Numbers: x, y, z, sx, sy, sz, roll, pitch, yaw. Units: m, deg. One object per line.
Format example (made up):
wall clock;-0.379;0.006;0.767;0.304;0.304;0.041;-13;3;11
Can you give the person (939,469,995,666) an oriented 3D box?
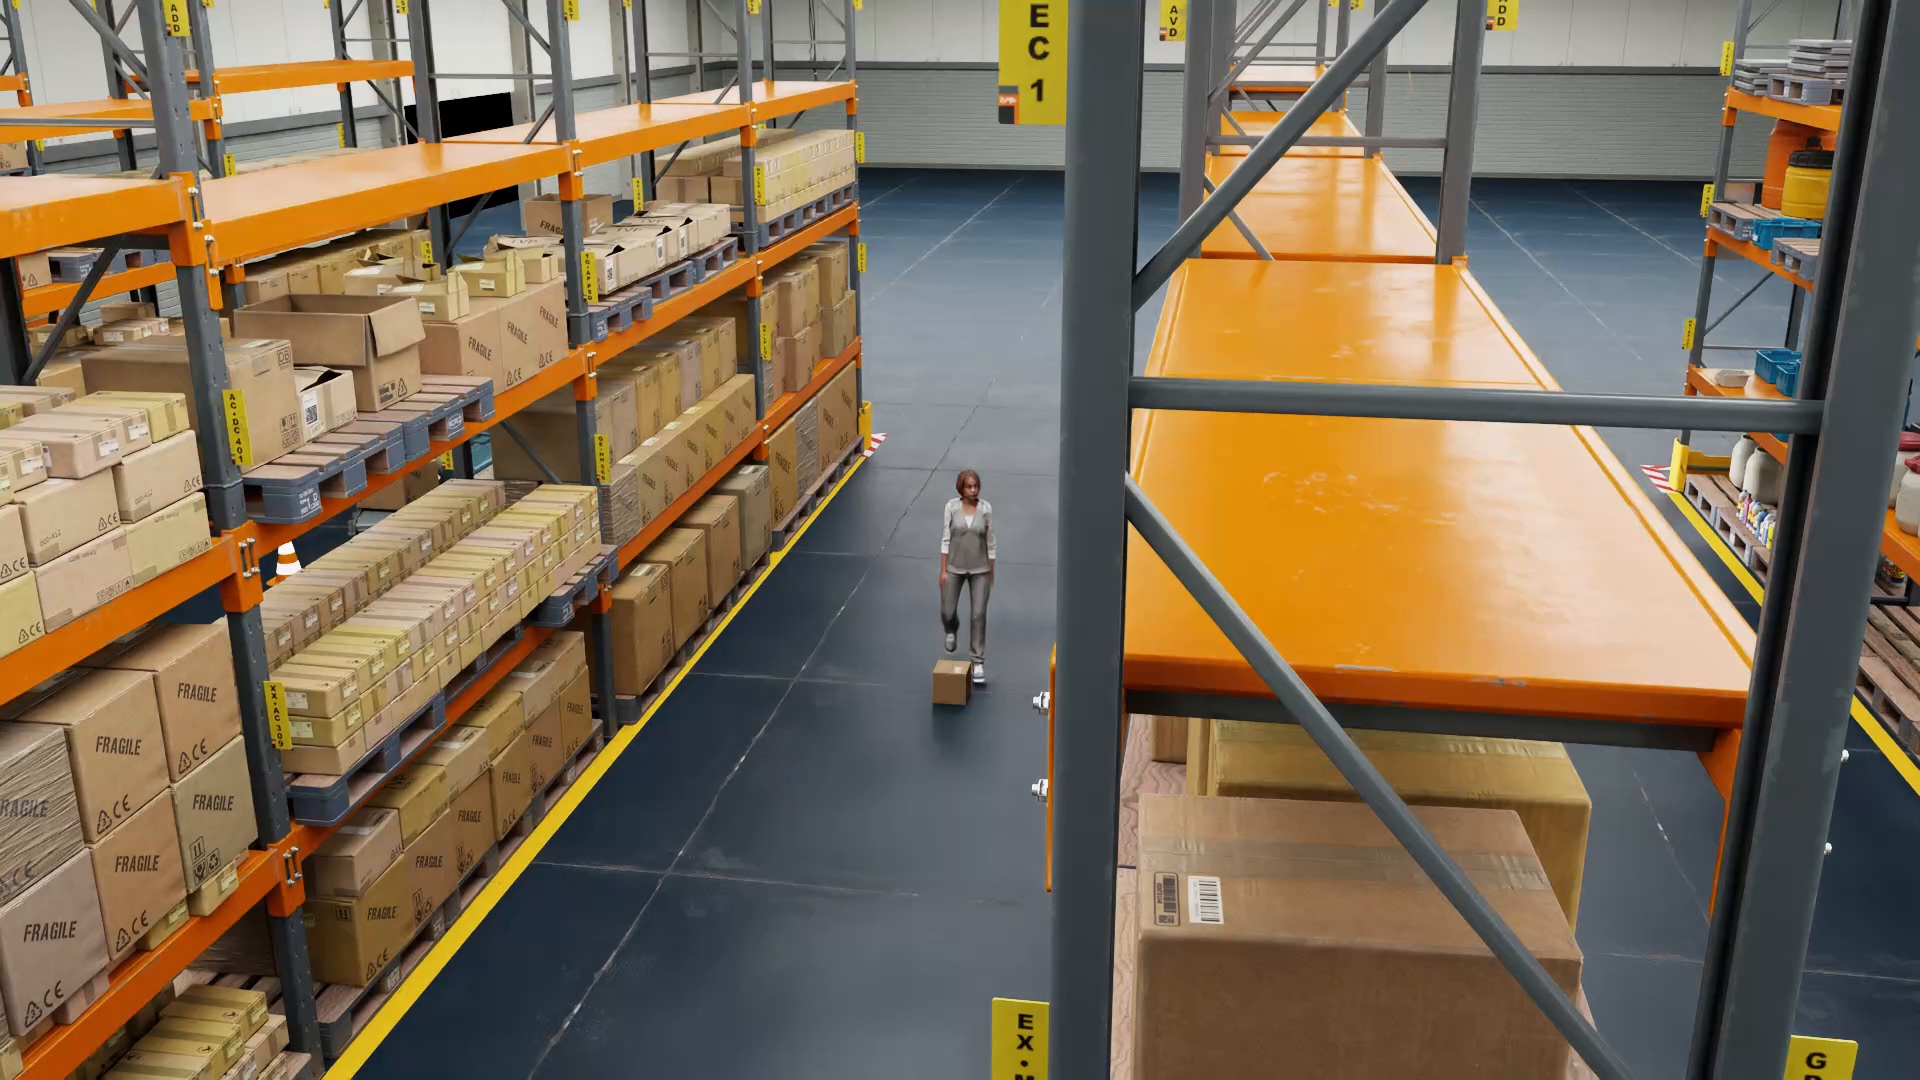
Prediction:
person;0.054;0.201;12.705;0.430;1.528;0.473;0;18;-1
